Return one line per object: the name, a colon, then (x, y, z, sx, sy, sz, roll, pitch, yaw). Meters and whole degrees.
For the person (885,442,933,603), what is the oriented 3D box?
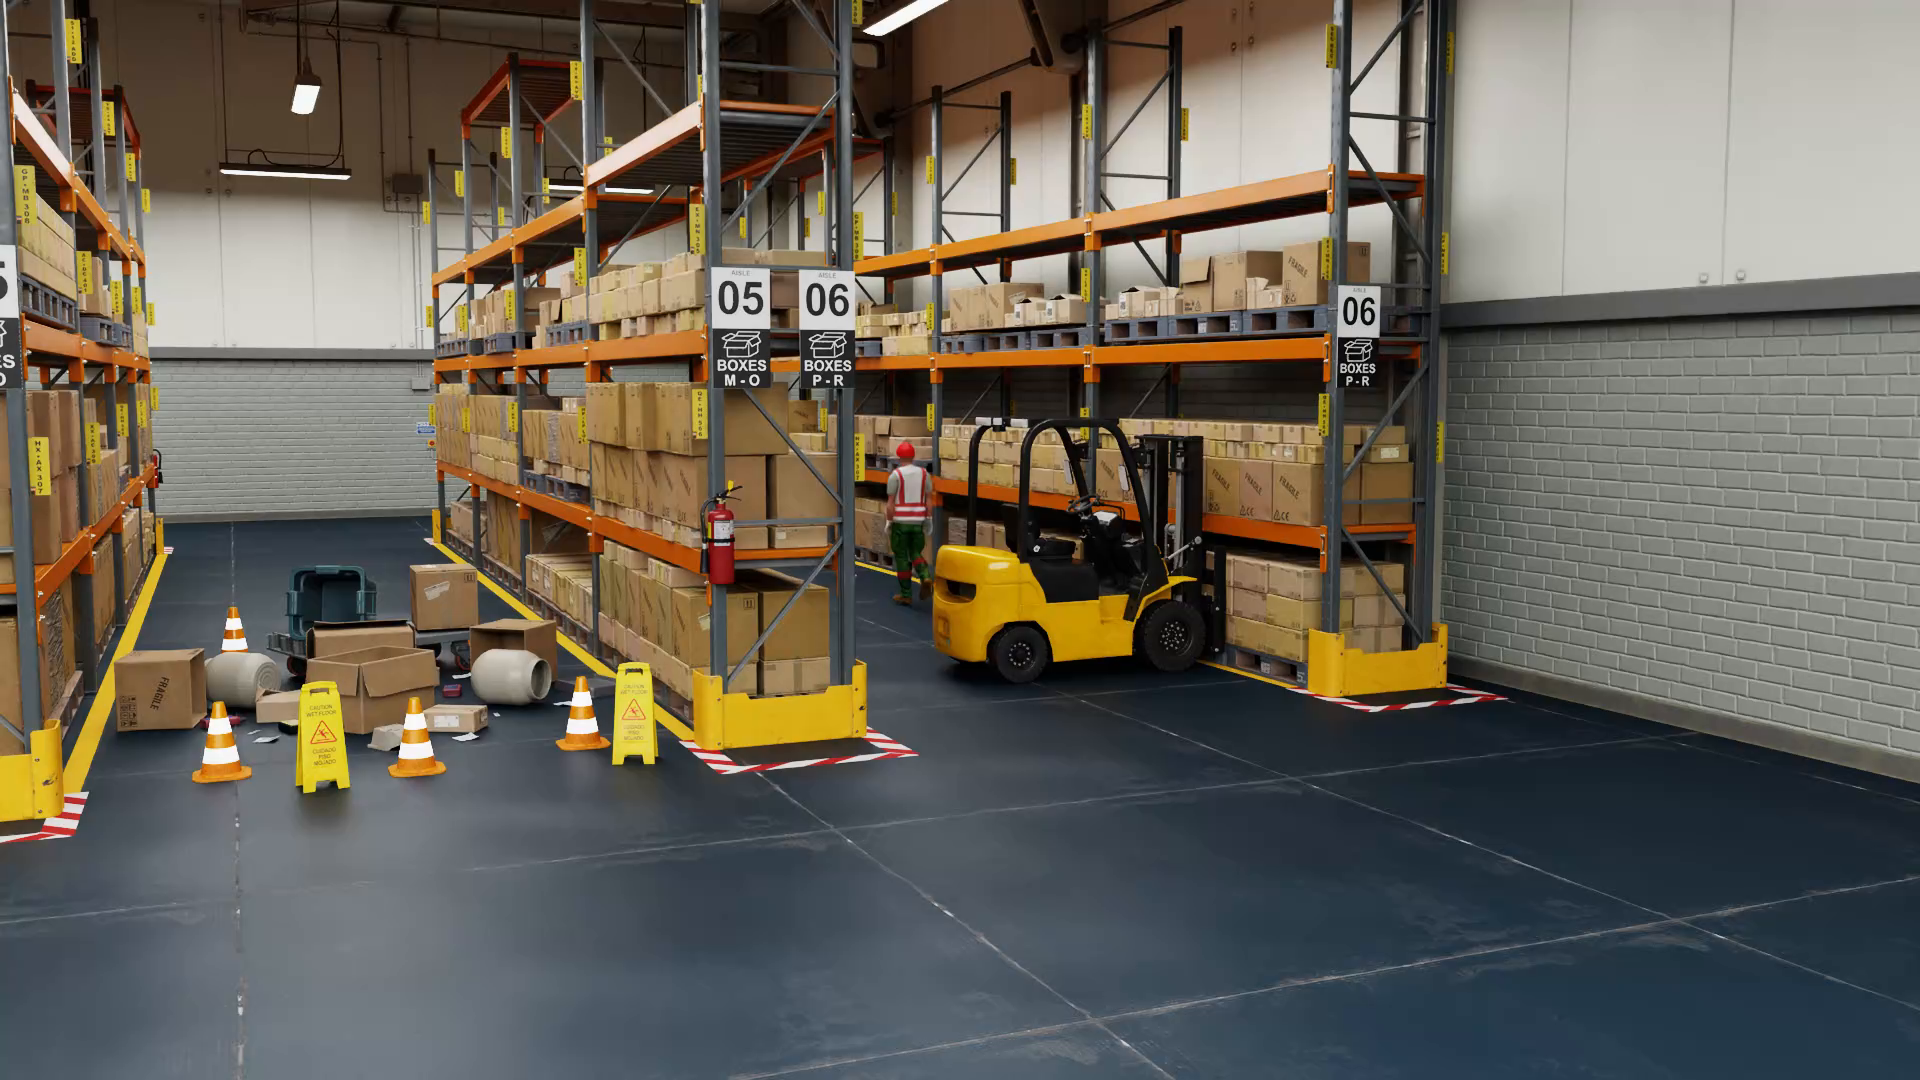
person: (-0.539, -0.190, 18.341, 0.545, 1.782, 0.559, -3, 6, -29)
